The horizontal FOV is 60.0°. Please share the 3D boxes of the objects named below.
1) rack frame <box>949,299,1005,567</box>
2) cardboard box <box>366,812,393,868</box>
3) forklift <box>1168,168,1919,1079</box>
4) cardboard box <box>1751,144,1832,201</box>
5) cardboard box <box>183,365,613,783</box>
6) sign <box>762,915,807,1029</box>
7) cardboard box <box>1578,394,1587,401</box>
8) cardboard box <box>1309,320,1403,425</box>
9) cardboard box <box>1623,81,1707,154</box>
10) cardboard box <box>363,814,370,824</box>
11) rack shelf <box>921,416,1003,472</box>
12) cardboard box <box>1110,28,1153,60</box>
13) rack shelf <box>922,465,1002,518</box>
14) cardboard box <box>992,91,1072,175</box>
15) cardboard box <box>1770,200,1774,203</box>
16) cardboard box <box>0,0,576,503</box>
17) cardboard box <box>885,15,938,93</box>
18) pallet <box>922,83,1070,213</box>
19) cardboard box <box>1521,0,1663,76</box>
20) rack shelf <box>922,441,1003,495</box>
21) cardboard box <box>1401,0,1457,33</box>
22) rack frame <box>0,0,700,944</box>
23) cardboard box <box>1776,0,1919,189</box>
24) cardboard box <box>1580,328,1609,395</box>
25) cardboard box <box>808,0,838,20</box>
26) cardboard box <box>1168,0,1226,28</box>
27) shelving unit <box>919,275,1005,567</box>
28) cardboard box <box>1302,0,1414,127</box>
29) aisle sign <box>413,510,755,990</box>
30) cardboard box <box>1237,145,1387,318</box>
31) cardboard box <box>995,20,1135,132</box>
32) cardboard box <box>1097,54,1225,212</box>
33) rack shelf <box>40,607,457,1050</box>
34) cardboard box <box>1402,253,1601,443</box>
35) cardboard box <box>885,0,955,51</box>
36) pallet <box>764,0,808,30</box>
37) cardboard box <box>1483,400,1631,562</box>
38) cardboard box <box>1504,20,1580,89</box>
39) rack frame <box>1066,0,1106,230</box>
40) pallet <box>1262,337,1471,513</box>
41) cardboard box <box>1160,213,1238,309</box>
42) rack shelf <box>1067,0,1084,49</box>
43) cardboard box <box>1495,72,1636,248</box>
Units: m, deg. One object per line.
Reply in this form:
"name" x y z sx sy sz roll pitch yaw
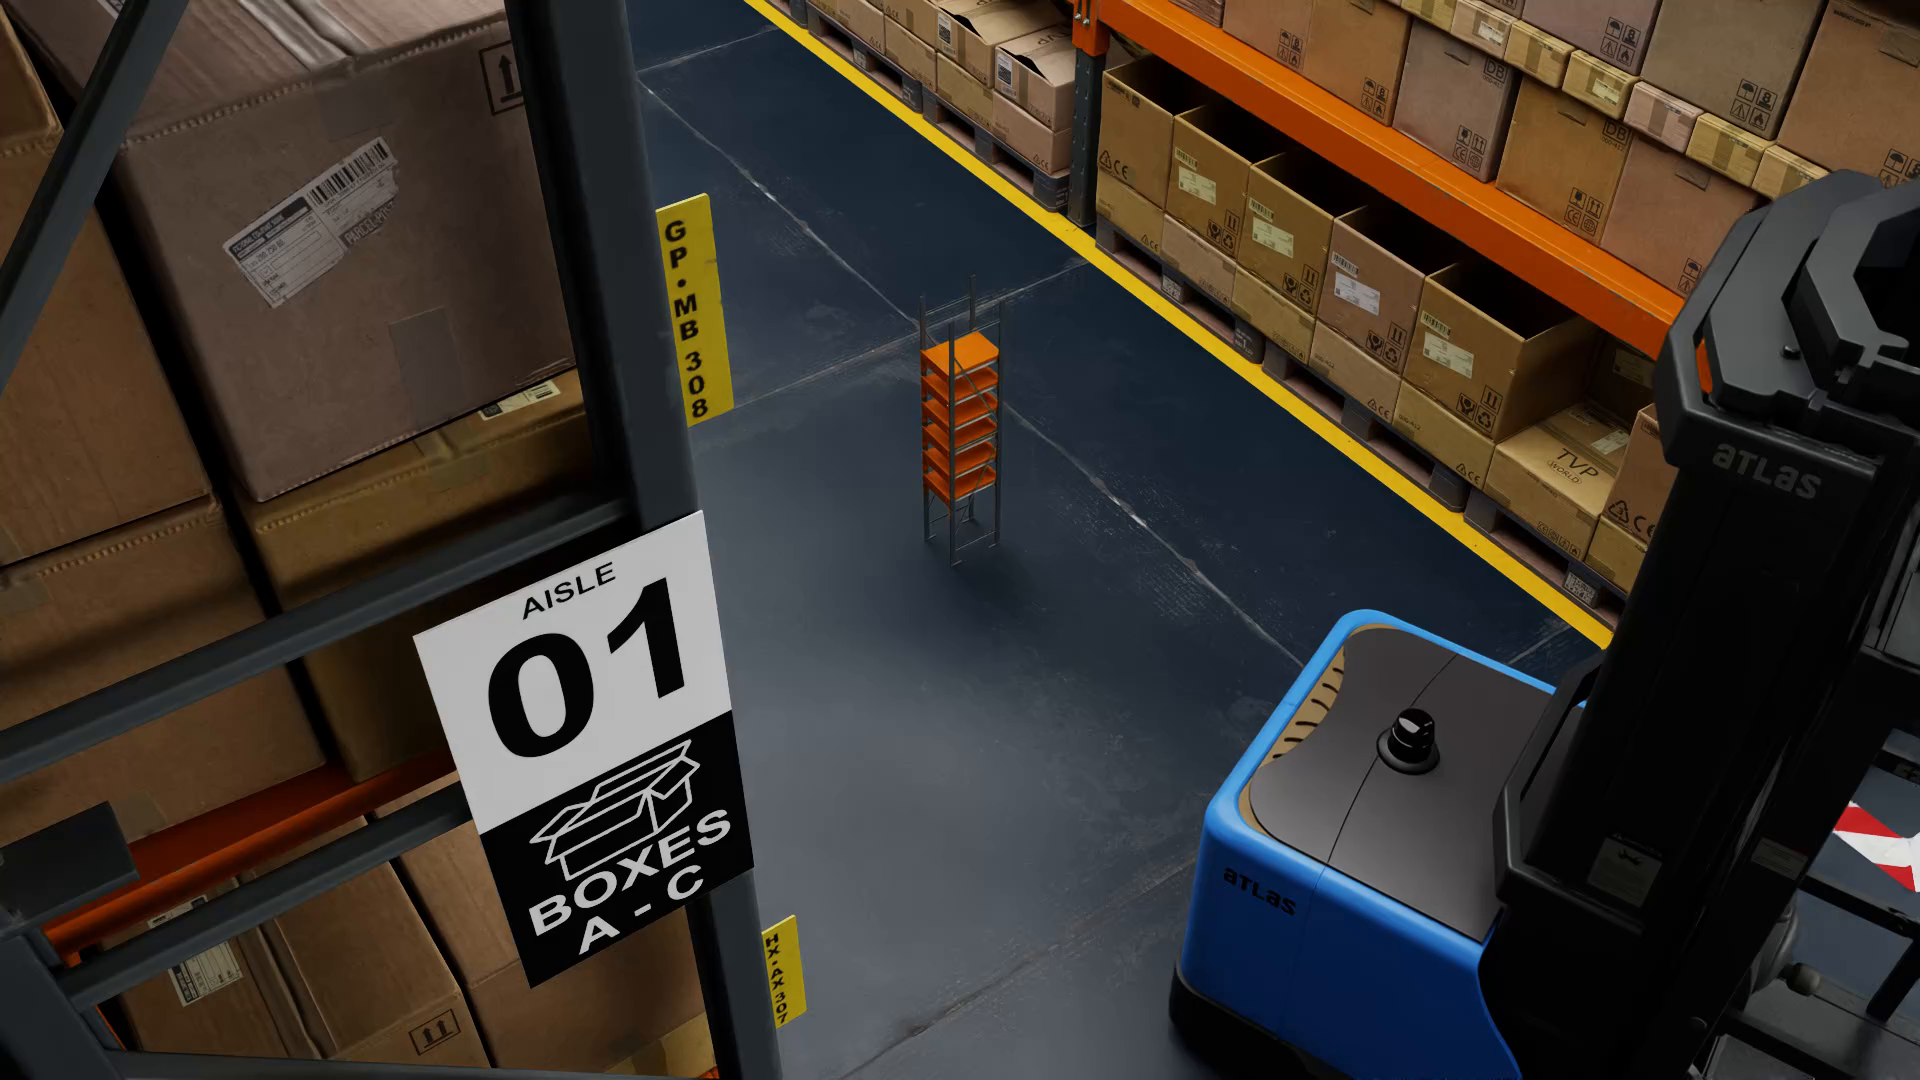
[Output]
"rack frame" 0.061 -0.374 6.273 0.240 1.200 0.006 -26 49 -24
"cardboard box" -1.085 0.445 3.662 0.500 0.500 0.500 -26 49 -24
"forklift" 2.150 0.746 3.845 3.031 2.935 1.130 25 49 24
"cardboard box" 2.751 -1.176 5.268 0.380 0.149 0.250 -25 49 -23
"cardboard box" -0.770 -0.074 2.396 0.500 0.500 0.500 -24 49 -23
"sign" -0.339 0.815 3.097 0.100 0.325 0.005 -26 49 -24
"cardboard box" 2.578 -0.730 7.030 0.500 0.250 0.500 -26 49 -24
"cardboard box" 1.860 -0.806 7.109 0.500 0.250 0.500 -26 49 -24
"cardboard box" 2.462 -1.464 5.569 0.380 0.149 0.250 -25 49 -24
"cardboard box" -1.508 0.646 3.452 0.500 0.500 0.500 -25 49 -24
"rack shelf" 0.008 -0.394 6.358 0.258 0.103 0.180 -26 49 -24
"cardboard box" 0.956 -2.575 8.556 0.500 0.311 0.500 -26 49 -24
"rack shelf" 0.008 -0.220 6.524 0.258 0.103 0.180 -26 49 -24
"cardboard box" 0.513 -2.160 8.527 0.500 0.250 0.500 -26 50 -25
"cardboard box" 3.020 -0.922 5.471 0.700 0.500 0.500 -26 49 -24
"cardboard box" -0.806 -0.462 2.078 0.500 0.500 0.500 -29 51 -27
"cardboard box" -0.068 -2.736 9.131 0.500 0.250 0.500 -25 49 -24
"pallet" 0.535 -2.275 8.980 1.003 0.211 1.213 -26 49 -24
"cardboard box" 2.395 -2.002 5.663 0.700 0.500 0.500 -26 49 -24
"rack shelf" 0.008 -0.307 6.441 0.258 0.103 0.180 -26 49 -24
"cardboard box" 1.872 -2.048 6.181 0.380 0.149 0.250 -26 49 -25
"rack frame" -0.784 -0.827 1.100 1.000 3.000 0.127 -26 49 -24
"cardboard box" 2.990 -1.421 5.055 0.700 0.500 0.500 -26 49 -24
"cardboard box" 2.568 -0.997 6.766 0.500 0.500 0.500 -26 49 -24
"cardboard box" -0.651 -3.316 9.738 0.500 0.250 0.500 -27 50 -25
"cardboard box" 1.247 -2.669 7.301 0.700 0.500 0.500 -27 50 -25
"shelving unit" 0.008 -0.426 6.327 0.258 1.200 0.189 -26 49 -24
"cardboard box" 1.838 -2.087 6.692 0.700 0.500 0.500 -25 49 -24
"aisle sign" -0.497 0.324 2.355 0.394 0.787 0.004 -26 49 -24
"cardboard box" 1.569 -1.358 7.144 0.500 0.500 0.500 -26 49 -24
"cardboard box" 0.521 -2.358 8.329 0.500 0.311 0.500 -26 49 -24
"cardboard box" 0.997 -1.924 7.737 0.500 0.500 0.500 -26 49 -24
"rack shelf" -1.928 -0.615 3.571 1.077 0.370 4.000 -26 49 -24
"cardboard box" 2.142 -0.792 6.551 0.500 0.500 0.500 -26 49 -24
"cardboard box" -0.065 -2.934 8.932 0.500 0.311 0.500 -26 49 -25
"pallet" -0.861 -3.657 10.428 1.003 0.211 1.213 -26 49 -24
"cardboard box" 2.432 -0.239 6.515 0.500 0.250 0.500 -26 49 -24
"cardboard box" 2.160 -1.761 5.880 0.380 0.149 0.250 -24 49 -23
"rack frame" 0.988 -2.882 7.597 1.000 3.000 0.127 -26 49 -24
"pallet" 2.111 -0.715 7.346 1.003 0.211 1.213 -26 49 -24
"cardboard box" 1.287 -1.372 7.702 0.500 0.250 0.500 -26 49 -24
"rack shelf" -0.156 -3.754 9.031 1.077 0.370 4.000 -26 49 -24
"cardboard box" 2.436 -1.501 6.078 0.700 0.500 0.500 -25 49 -24
